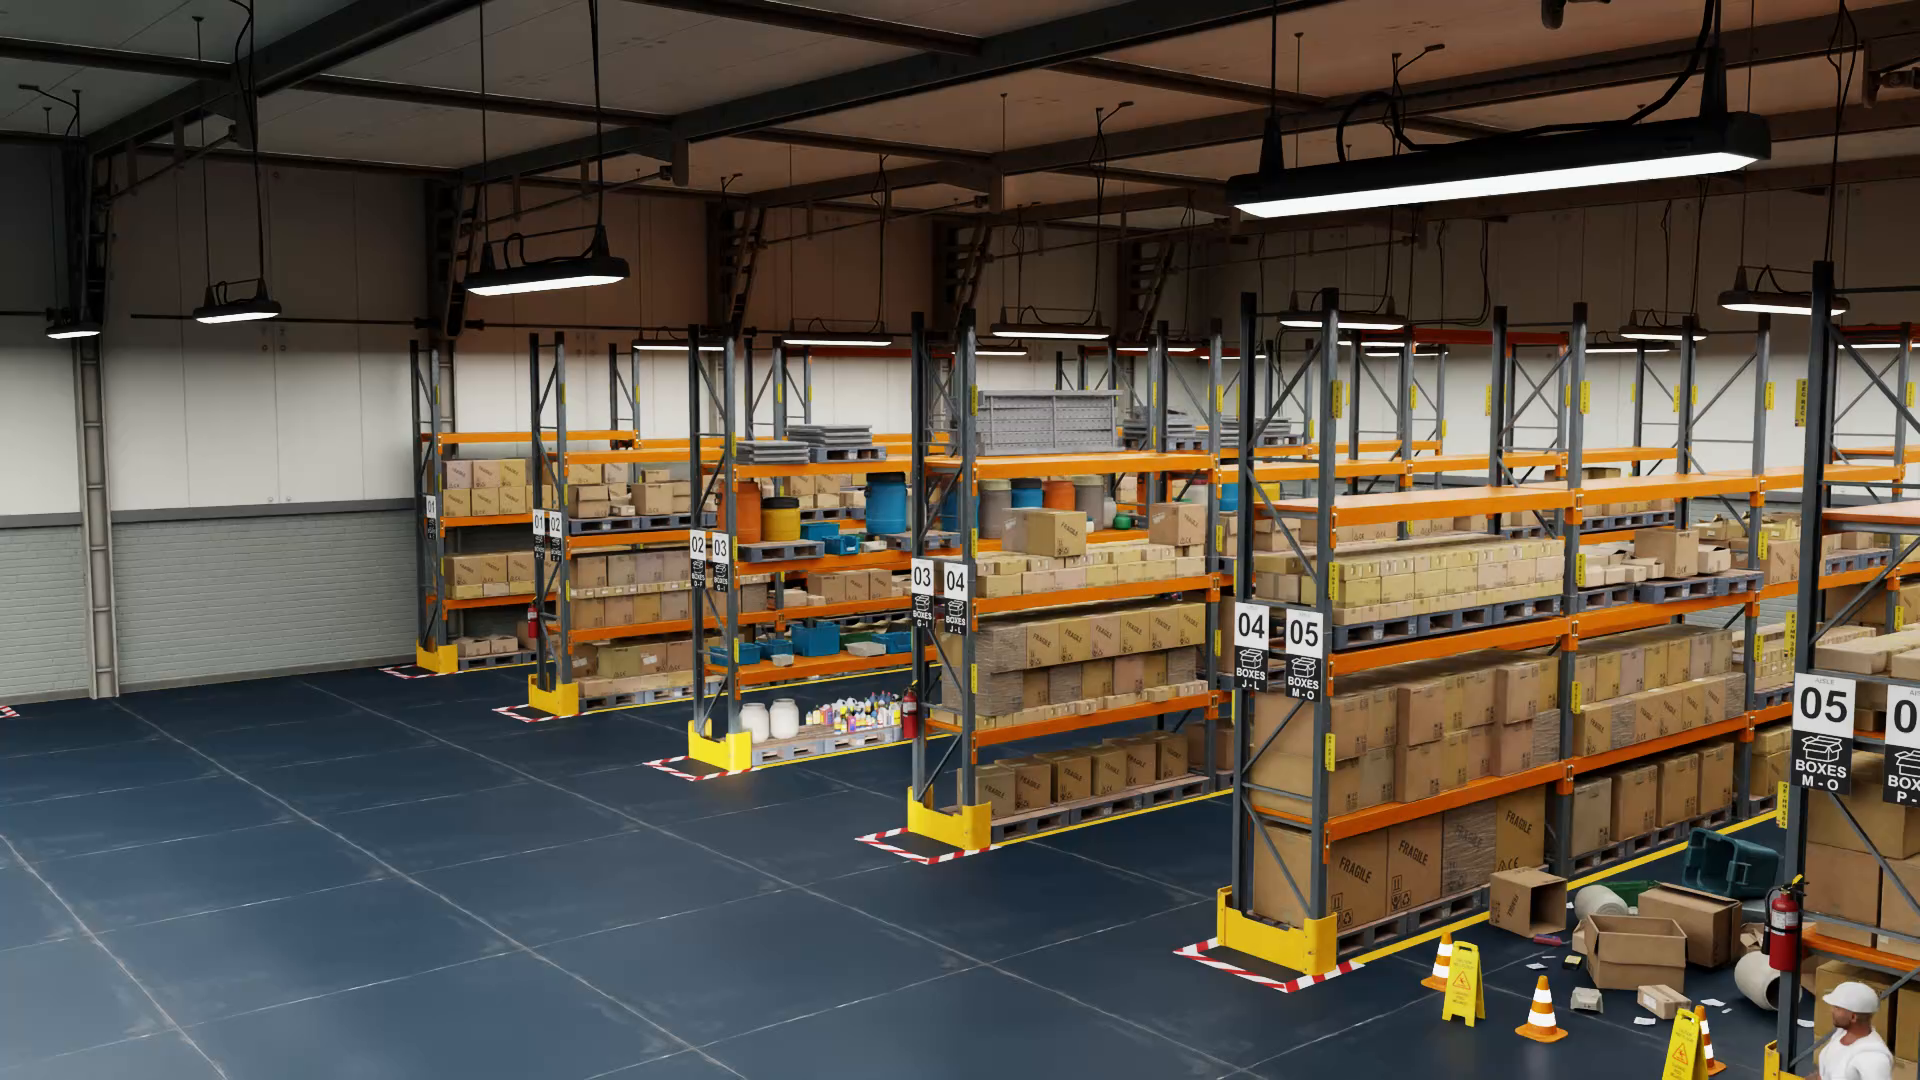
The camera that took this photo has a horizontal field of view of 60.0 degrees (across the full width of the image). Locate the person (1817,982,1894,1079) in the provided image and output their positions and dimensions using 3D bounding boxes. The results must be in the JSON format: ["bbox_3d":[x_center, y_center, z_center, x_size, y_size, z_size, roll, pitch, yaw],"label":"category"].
[{"bbox_3d":[5.082,3.396,9.678,1.060,1.699,0.644,0,5,5],"label":"person"}]
